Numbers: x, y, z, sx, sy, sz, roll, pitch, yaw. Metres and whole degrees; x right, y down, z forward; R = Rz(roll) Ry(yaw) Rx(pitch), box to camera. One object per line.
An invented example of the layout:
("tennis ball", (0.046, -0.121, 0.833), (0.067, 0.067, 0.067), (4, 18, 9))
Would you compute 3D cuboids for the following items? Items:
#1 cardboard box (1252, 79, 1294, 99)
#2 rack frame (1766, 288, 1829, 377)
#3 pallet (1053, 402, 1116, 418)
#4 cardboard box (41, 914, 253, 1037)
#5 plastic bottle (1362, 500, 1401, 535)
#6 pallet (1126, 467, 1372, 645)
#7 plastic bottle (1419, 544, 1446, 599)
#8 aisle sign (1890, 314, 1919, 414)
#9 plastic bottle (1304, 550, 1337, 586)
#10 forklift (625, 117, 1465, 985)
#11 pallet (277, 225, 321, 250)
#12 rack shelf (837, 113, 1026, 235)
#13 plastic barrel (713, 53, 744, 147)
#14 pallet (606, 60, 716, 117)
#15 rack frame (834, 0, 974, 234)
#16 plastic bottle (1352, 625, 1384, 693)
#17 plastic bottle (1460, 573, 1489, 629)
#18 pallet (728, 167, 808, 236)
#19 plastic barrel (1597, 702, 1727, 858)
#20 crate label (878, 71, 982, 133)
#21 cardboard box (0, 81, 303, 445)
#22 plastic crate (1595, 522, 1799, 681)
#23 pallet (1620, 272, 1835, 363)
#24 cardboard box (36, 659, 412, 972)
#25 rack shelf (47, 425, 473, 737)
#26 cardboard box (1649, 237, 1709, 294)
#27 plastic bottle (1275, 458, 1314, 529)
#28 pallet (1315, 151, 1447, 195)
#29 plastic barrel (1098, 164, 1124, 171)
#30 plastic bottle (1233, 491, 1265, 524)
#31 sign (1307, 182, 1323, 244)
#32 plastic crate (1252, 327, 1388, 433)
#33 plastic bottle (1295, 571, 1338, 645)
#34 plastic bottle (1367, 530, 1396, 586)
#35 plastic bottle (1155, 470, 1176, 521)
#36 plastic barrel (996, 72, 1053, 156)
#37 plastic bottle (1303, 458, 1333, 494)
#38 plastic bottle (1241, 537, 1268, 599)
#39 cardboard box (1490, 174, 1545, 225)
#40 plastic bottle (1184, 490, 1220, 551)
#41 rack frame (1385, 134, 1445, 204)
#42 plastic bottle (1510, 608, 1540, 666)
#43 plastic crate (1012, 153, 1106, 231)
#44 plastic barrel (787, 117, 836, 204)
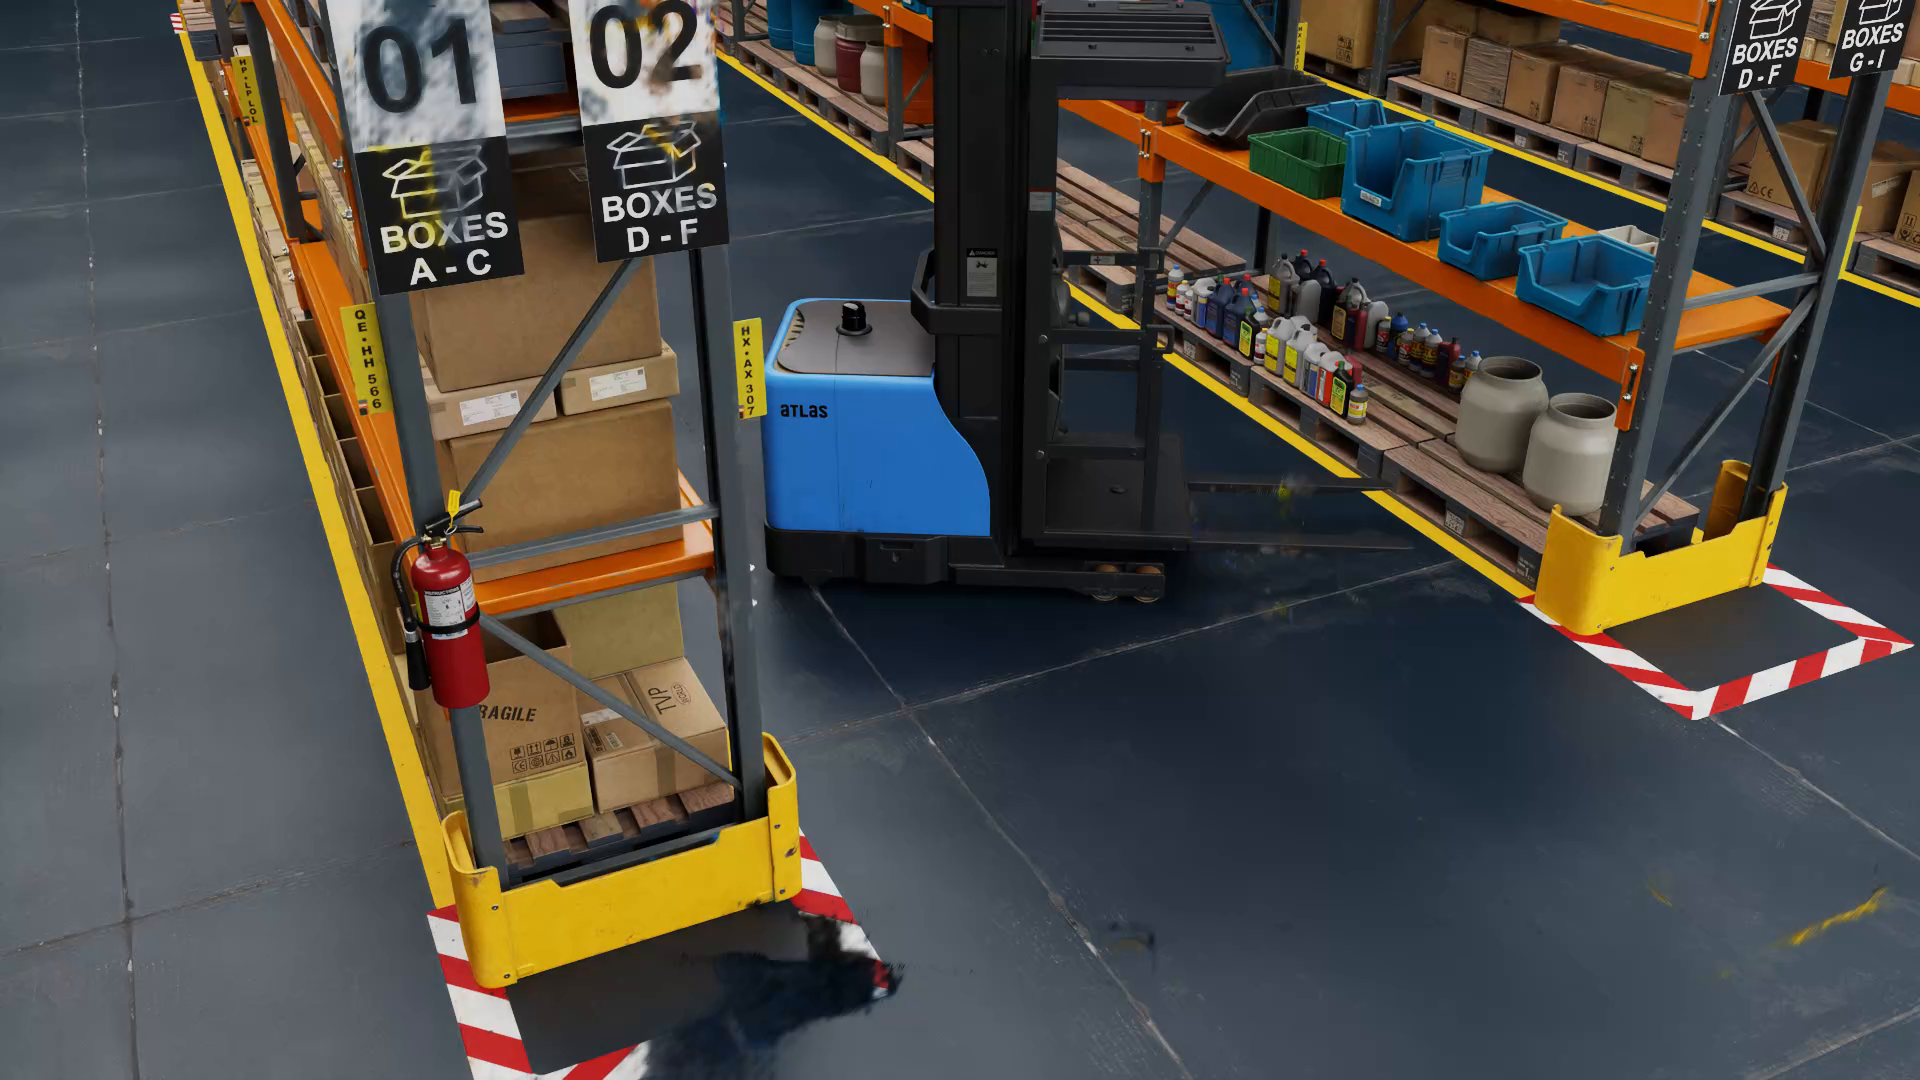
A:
("cardboard box", (3.701, -5.577, 16.872), (1.225, 0.875, 0.875), (-13, 32, -22))
("rack frame", (6.071, -3.849, 12.047), (1.000, 3.000, 0.127), (-13, 32, -22))
("pallet", (0.698, -2.471, 12.441), (1.003, 0.211, 1.213), (-13, 32, -22))
("cardboard box", (-1.496, -0.459, 5.236), (0.380, 0.149, 0.250), (-14, 32, -23))
("plastic bottle", (2.356, -1.394, 9.928), (0.144, 0.351, 0.185), (-13, 32, -22))
("pallet", (1.849, -1.287, 10.330), (1.003, 0.211, 1.213), (-13, 32, -22))
("plastic bottle", (2.541, -1.195, 9.654), (0.097, 0.271, 0.097), (0, 29, 0))
("aisle sign", (3.078, -2.082, 6.238), (0.394, 0.787, 0.004), (-13, 32, -22))
("plastic bottle", (1.956, -1.140, 9.551), (0.152, 0.276, 0.135), (-13, 32, -22))
("forklift", (0.622, -1.259, 7.498), (3.031, 2.935, 1.130), (2, 29, 3))
("pallet", (-1.968, -2.131, 6.007), (1.003, 0.211, 1.213), (-13, 32, -22))
("rack shelf", (0.740, -3.379, 11.944), (1.077, 0.370, 4.000), (-13, 32, -22))
("plastic barrel", (-1.618, -5.367, 16.470), (0.600, 0.901, 0.708), (-13, 32, -22))
("pallet", (-2.715, -5.983, 18.704), (1.003, 0.211, 1.213), (-13, 32, -22))
("rack frame", (-0.119, -4.576, 13.343), (1.000, 3.000, 0.127), (-13, 32, -22))
("plastic bottle", (2.064, -0.816, 8.966), (0.061, 0.283, 0.133), (-12, 32, -21))
("plastic bottle", (2.671, -1.062, 9.416), (0.097, 0.271, 0.097), (0, 29, 0))
("pallet", (-1.015, -4.237, 15.591), (1.003, 0.211, 1.213), (-13, 32, -22))
("plastic barrel", (2.964, -0.415, 8.037), (0.421, 0.512, 0.421), (0, 29, 0))
("crate label", (0.063, -4.096, 12.451), (0.502, 0.435, 0.616), (-13, 32, -22))
("cardboard box", (-1.403, -1.856, 4.748), (0.797, 0.503, 0.637), (-11, 31, -19))
("plastic crate", (2.830, -1.135, 7.360), (0.499, 0.251, 0.616), (-13, 32, -22))
("pallet", (5.736, -2.976, 13.342), (1.003, 0.211, 1.213), (-13, 32, -22))
("cardboard box", (-1.372, -0.845, 5.262), (0.700, 0.500, 0.500), (-13, 32, -22))
("rack shelf", (-2.019, -1.882, 6.207), (1.077, 0.370, 4.000), (-13, 32, -22))
("cardboard box", (5.640, -3.441, 13.425), (0.700, 0.500, 0.500), (-13, 32, -22))
("plastic bottle", (2.005, -1.591, 10.279), (0.144, 0.351, 0.185), (-13, 32, -22))
("pallet", (4.084, -4.764, 16.529), (1.003, 0.211, 1.213), (-13, 32, -22))
("plastic barrel", (1.169, -3.365, 11.326), (0.301, 0.262, 0.301), (0, 29, 0))
("plastic bottle", (1.700, -1.432, 9.995), (0.144, 0.351, 0.185), (-13, 32, -22))
("sign", (2.100, -3.040, 10.322), (0.100, 0.325, 0.005), (-13, 32, -22))
("plastic crate", (1.926, -2.058, 9.069), (0.450, 0.188, 0.662), (-13, 32, -22))
("plastic bottle", (1.913, -1.048, 9.311), (0.144, 0.351, 0.185), (-12, 31, -20))
("plastic bottle", (2.326, -1.269, 9.774), (0.061, 0.283, 0.133), (-13, 32, -22))
("plastic bottle", (1.339, -1.578, 10.337), (0.097, 0.271, 0.097), (0, 29, 0))
("plastic barrel", (0.696, -4.029, 12.254), (0.421, 0.512, 0.421), (0, 29, 0))
("plastic bottle", (2.135, -1.621, 10.333), (0.144, 0.351, 0.185), (-14, 32, -23))
("plastic bottle", (1.684, -1.207, 9.664), (0.061, 0.283, 0.133), (-12, 31, -20))
("cardboard box", (4.910, -4.183, 14.749), (0.700, 0.500, 0.500), (-16, 33, -26))
("plastic bottle", (1.503, -1.443, 10.091), (0.152, 0.276, 0.135), (-12, 31, -20))
("rack frame", (4.354, -5.616, 15.198), (1.000, 3.000, 0.127), (-13, 32, -22))
("plastic bottle", (2.818, -0.910, 9.146), (0.097, 0.271, 0.097), (0, 29, 0))
("plastic crate", (0.844, -3.224, 10.949), (0.392, 0.384, 0.575), (-13, 32, -22))
("plastic barrel", (-0.829, -4.419, 15.099), (0.600, 0.588, 0.708), (-13, 32, -22))
